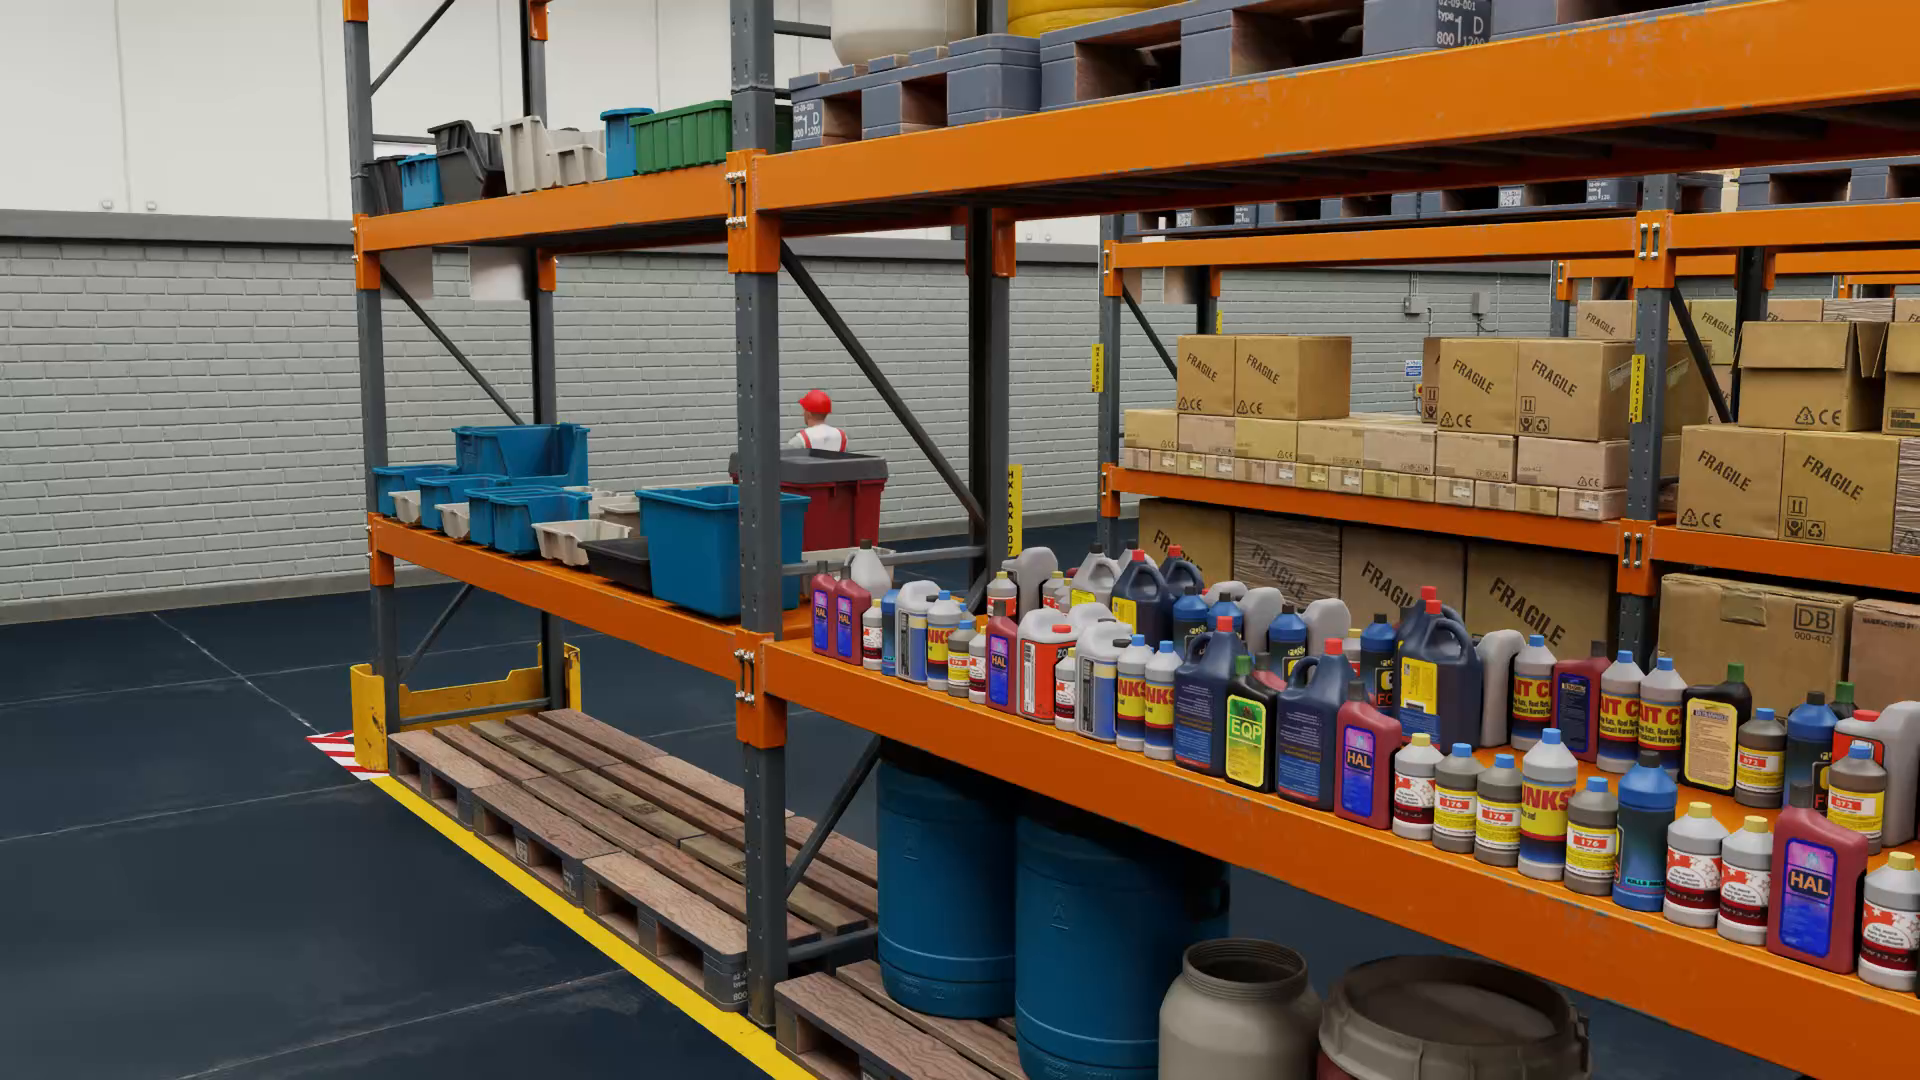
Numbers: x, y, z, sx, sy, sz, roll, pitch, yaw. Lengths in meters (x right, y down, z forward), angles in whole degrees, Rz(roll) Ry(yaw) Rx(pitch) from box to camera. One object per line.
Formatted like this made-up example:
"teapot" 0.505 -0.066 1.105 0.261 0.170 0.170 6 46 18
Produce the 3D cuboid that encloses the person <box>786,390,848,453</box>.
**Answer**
"person" -1.117 -0.222 12.343 0.519 1.793 0.547 -6 10 -36
